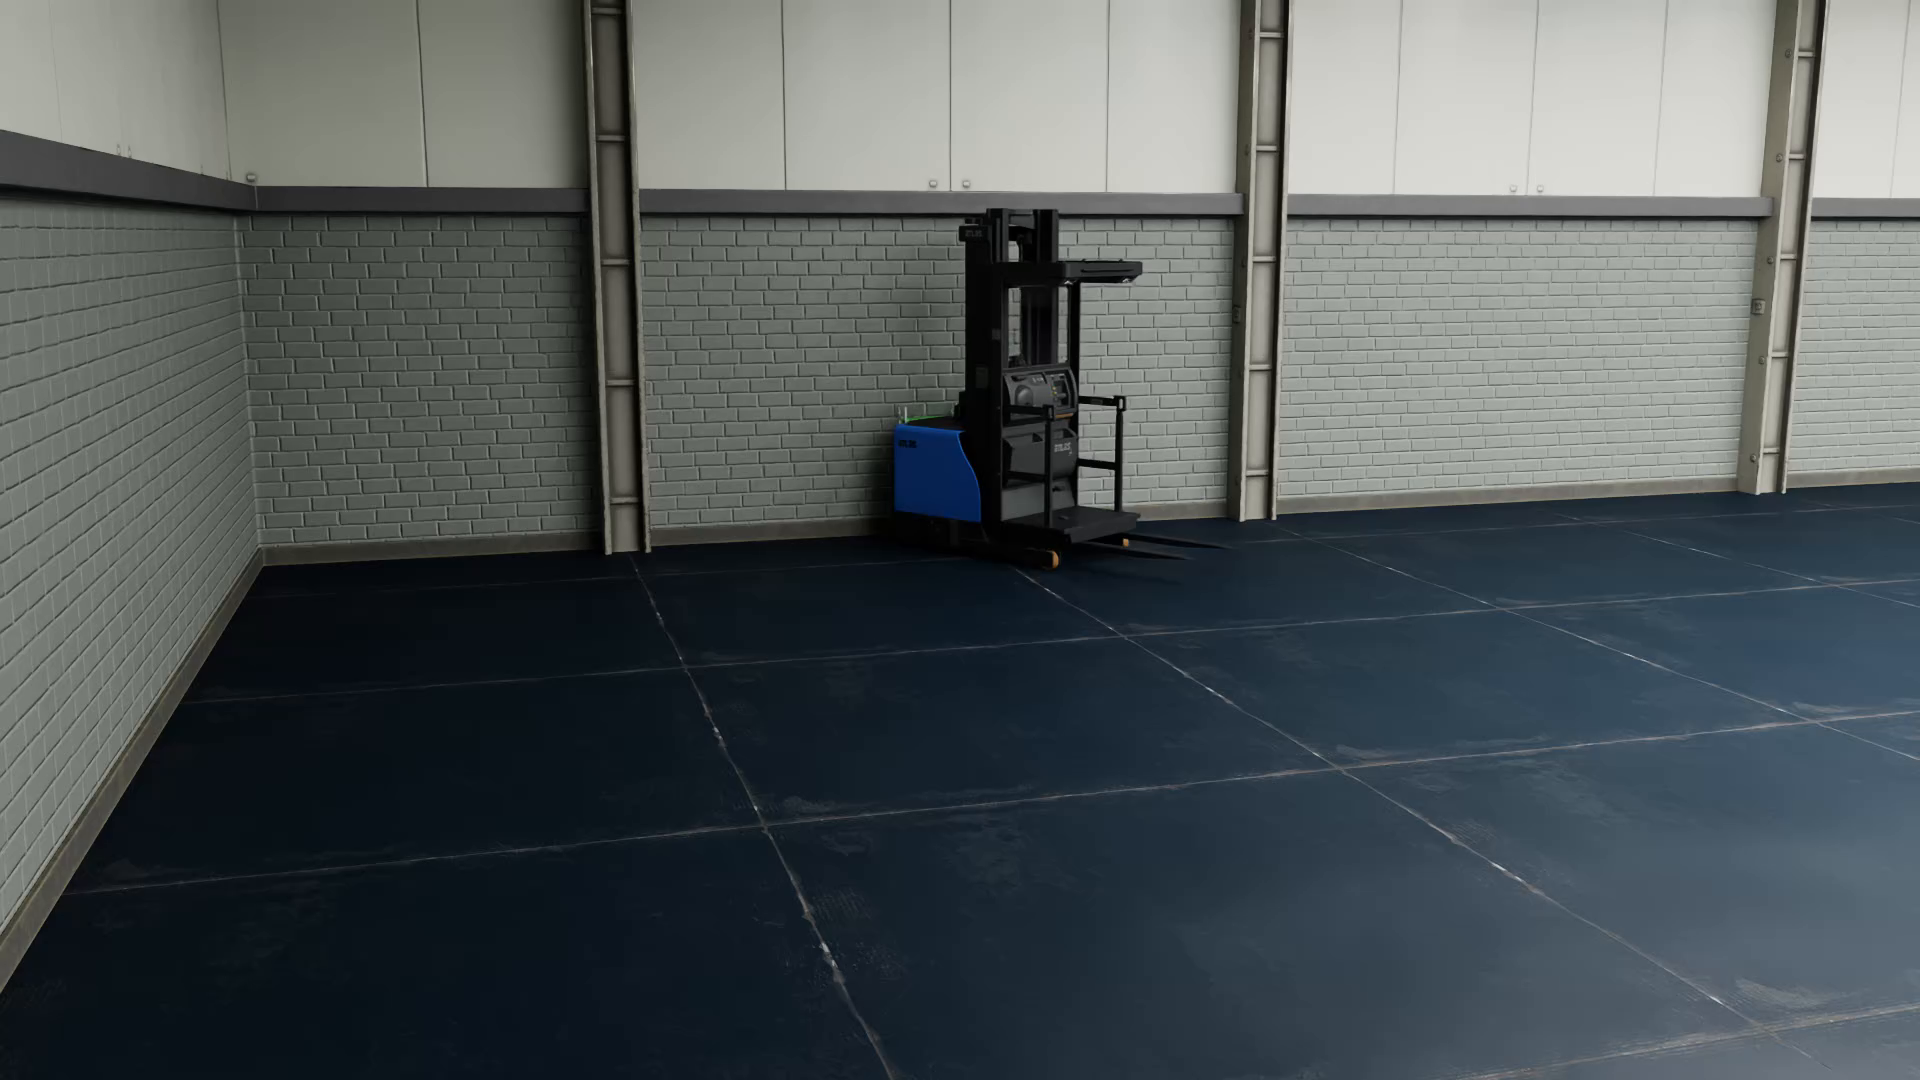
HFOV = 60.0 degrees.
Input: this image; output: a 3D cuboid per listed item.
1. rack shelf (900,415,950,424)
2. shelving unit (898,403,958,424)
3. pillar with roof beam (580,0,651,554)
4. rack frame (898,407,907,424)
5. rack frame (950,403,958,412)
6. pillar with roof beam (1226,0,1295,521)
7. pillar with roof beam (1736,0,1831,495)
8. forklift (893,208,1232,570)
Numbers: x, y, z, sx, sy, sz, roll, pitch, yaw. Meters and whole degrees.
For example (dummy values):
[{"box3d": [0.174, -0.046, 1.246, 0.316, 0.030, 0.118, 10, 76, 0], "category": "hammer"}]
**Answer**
[{"box3d": [-0.288, -1.056, 15.183, 0.480, 0.148, 0.258, -6, 9, -18], "category": "rack shelf"}, {"box3d": [-0.267, -0.646, 15.248, 0.503, 1.200, 0.258, -6, 9, -18], "category": "shelving unit"}, {"box3d": [-1.719, -3.589, 9.689, 0.400, 9.000, 9.100, -3, 11, -16], "category": "pillar with roof beam"}, {"box3d": [-0.498, -0.622, 15.172, 0.015, 1.200, 0.240, -6, 9, -18], "category": "rack frame"}, {"box3d": [-0.036, -0.670, 15.323, 0.015, 1.200, 0.240, -6, 9, -18], "category": "rack frame"}, {"box3d": [4.042, -3.893, 11.338, 0.400, 9.000, 9.100, -3, 11, -16], "category": "pillar with roof beam"}, {"box3d": [9.803, -4.197, 12.988, 0.400, 9.000, 9.100, -3, 11, -16], "category": "pillar with roof beam"}, {"box3d": [0.846, -1.299, 14.006, 3.031, 2.935, 1.130, 9, 14, 40], "category": "forklift"}]
